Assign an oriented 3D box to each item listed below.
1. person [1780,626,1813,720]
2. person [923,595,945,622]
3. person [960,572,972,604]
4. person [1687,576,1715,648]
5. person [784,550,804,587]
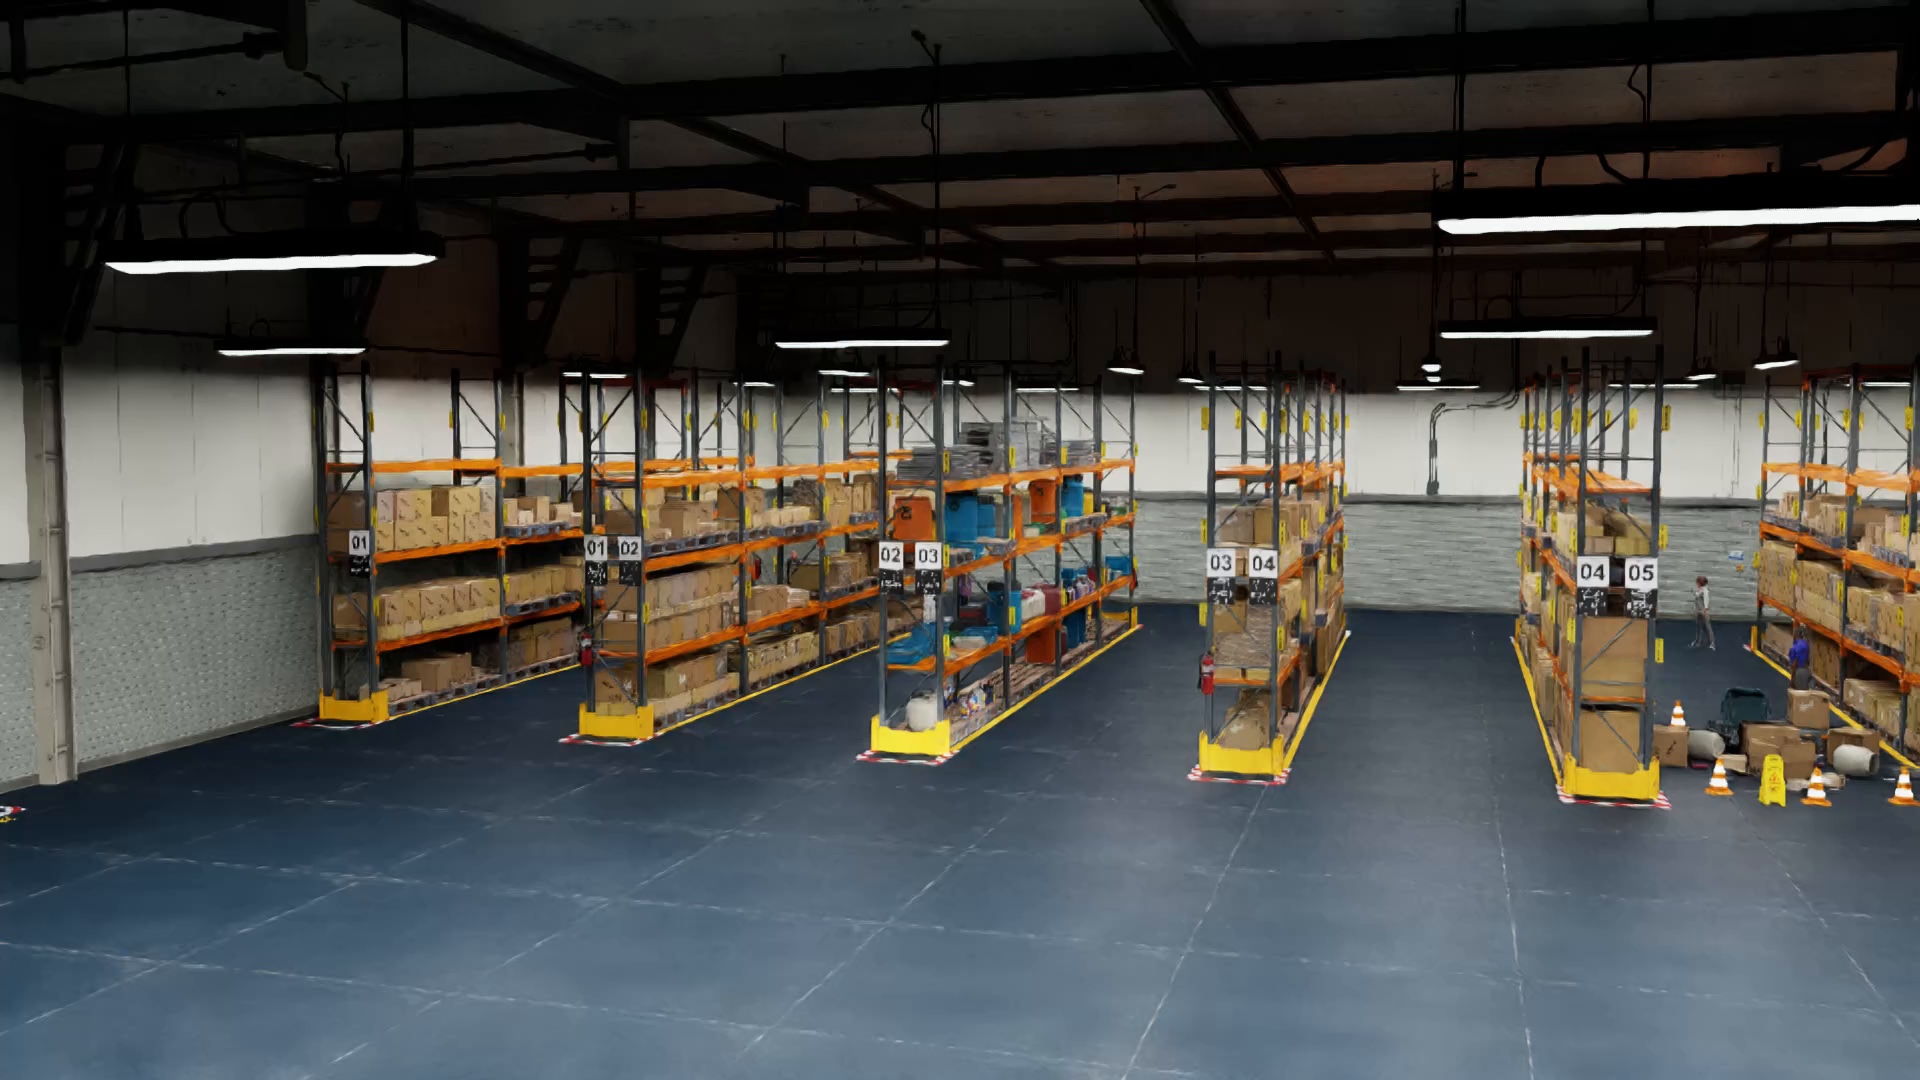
[{"bbox_3d":[13.695,2.221,27.185,0.561,1.651,0.588,4,5,42],"label":"person"},{"bbox_3d":[-0.552,1.656,35.560,0.493,1.605,1.000,1,4,15],"label":"person"},{"bbox_3d":[0.148,1.316,40.268,0.406,1.600,0.468,-1,4,-13],"label":"person"},{"bbox_3d":[16.427,1.587,36.736,0.498,1.597,0.530,0,4,1],"label":"person"},{"bbox_3d":[-4.309,1.076,43.217,0.538,1.664,1.026,1,4,8],"label":"person"}]
